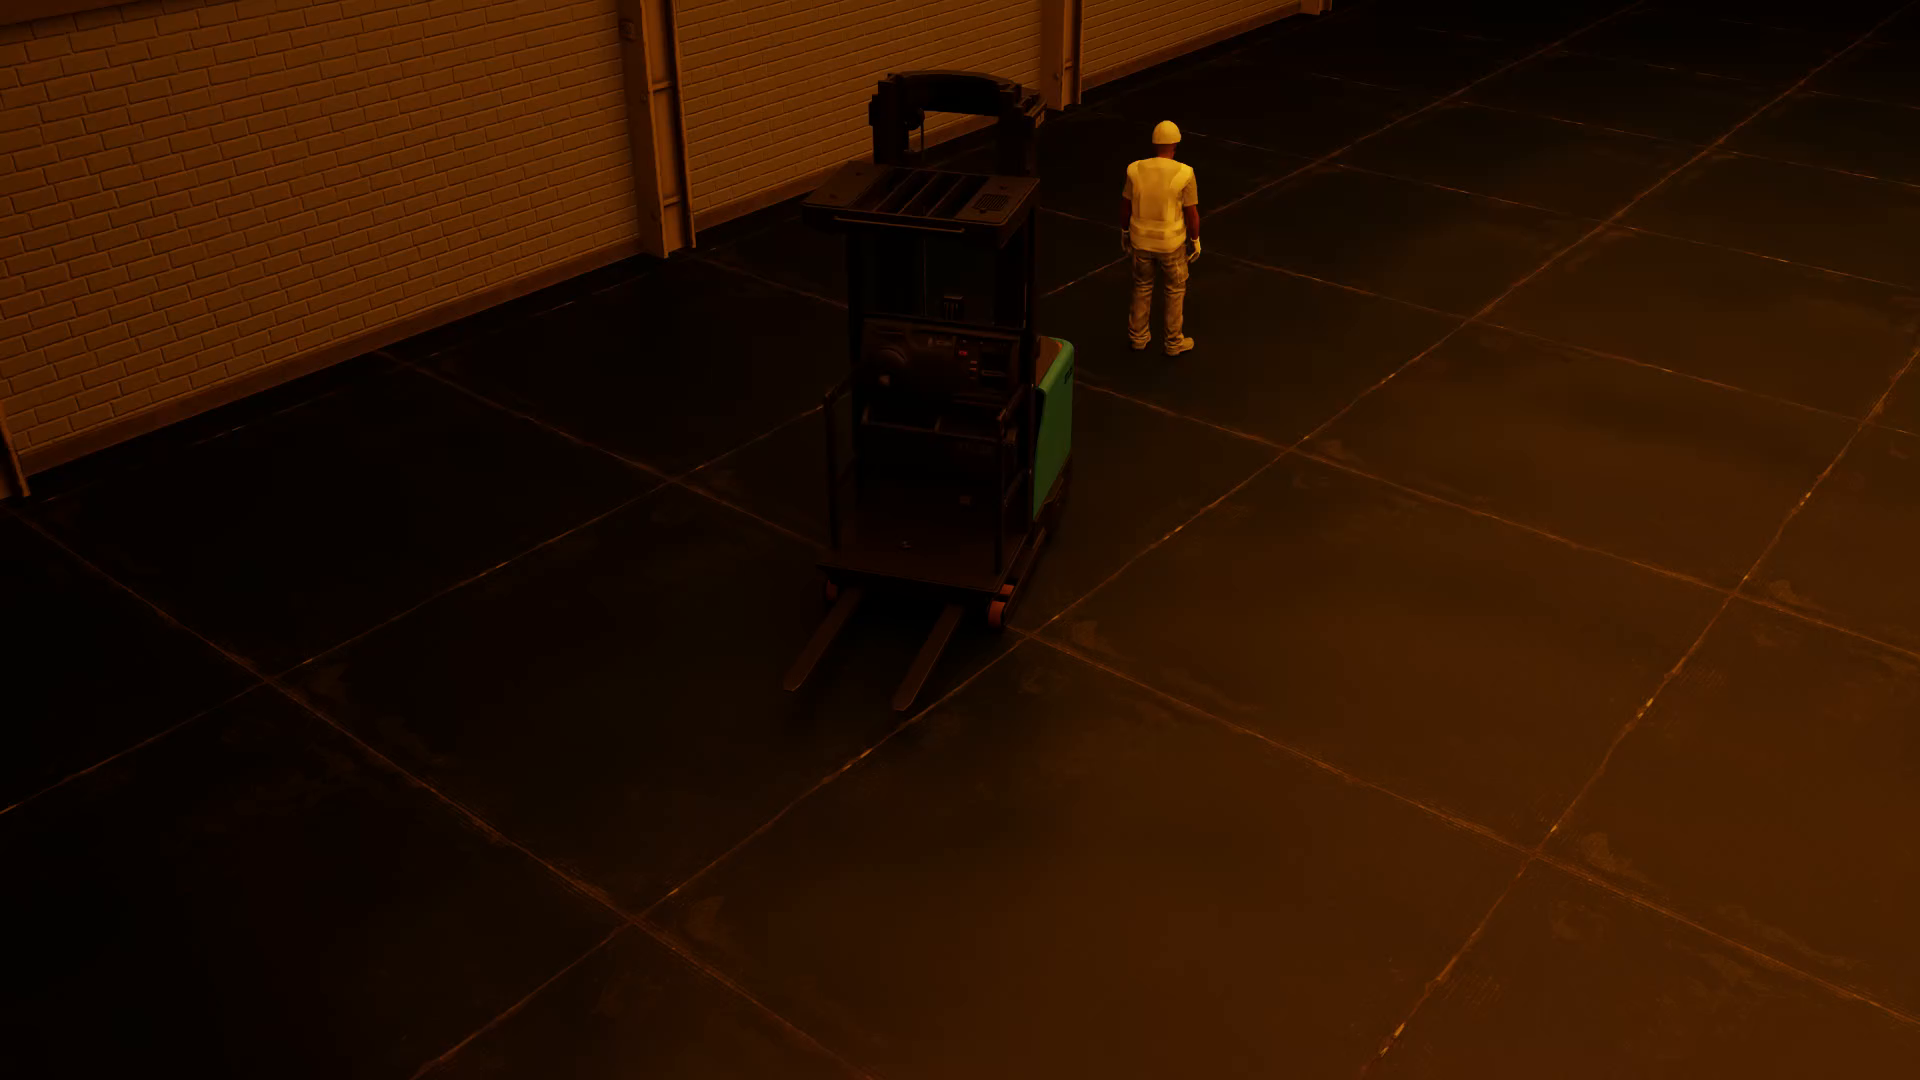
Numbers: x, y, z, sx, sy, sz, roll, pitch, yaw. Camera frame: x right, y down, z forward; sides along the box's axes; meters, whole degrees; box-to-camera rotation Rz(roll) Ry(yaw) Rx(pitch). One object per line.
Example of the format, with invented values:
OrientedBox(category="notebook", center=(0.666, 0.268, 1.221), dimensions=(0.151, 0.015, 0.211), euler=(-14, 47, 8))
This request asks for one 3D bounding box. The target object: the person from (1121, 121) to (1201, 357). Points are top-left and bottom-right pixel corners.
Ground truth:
OrientedBox(category="person", center=(1.522, -2.290, 12.663), dimensions=(0.630, 1.776, 0.443), euler=(14, 33, 22))

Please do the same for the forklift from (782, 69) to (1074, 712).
OrientedBox(category="forklift", center=(-0.176, -0.972, 9.258), dimensions=(1.130, 2.935, 3.031), euler=(9, 31, 14))
